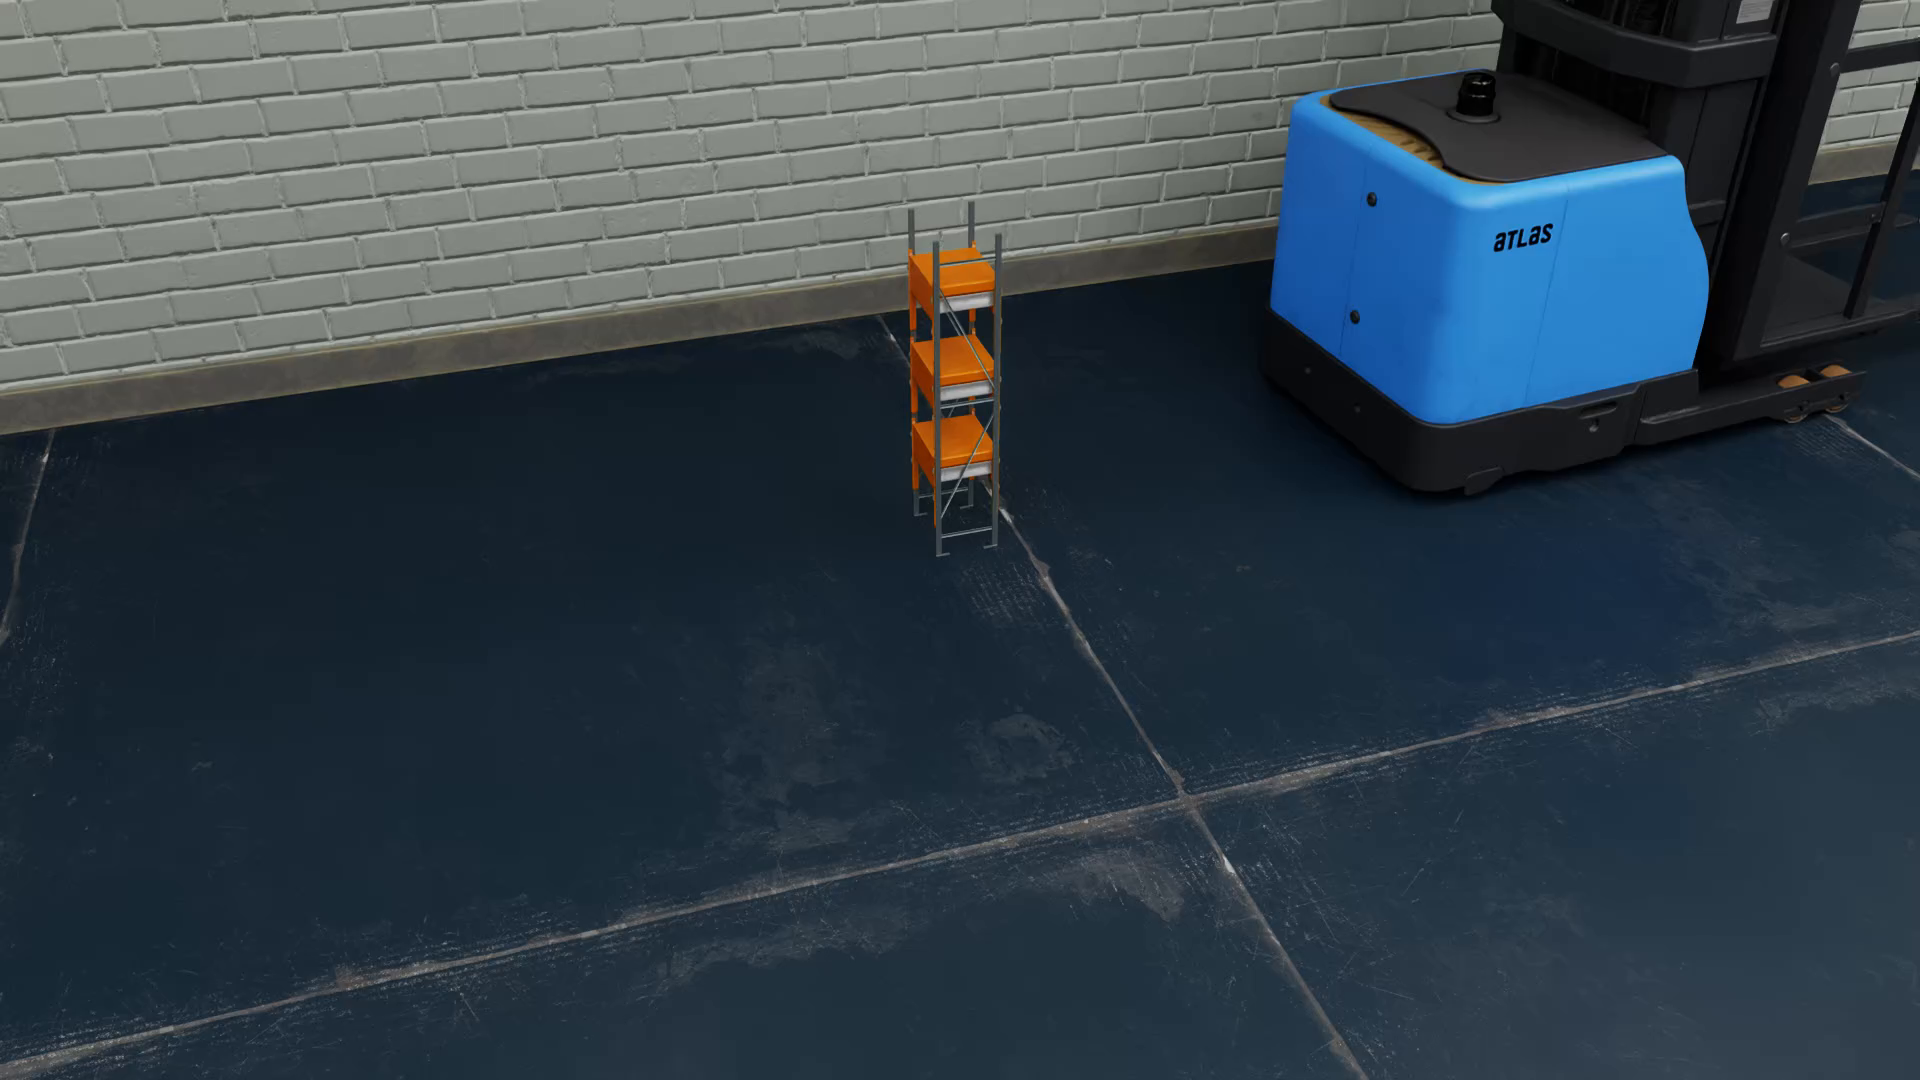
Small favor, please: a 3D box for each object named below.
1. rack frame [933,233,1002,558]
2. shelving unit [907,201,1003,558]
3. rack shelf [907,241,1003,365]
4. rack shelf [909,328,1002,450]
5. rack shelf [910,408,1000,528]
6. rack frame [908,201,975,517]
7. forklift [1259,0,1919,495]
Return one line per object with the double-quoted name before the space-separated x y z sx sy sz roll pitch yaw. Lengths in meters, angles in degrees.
"rack frame" 0.021 -0.402 4.906 0.200 1.050 0.008 -10 35 -15
"shelving unit" -0.016 -0.466 5.003 0.215 1.050 0.252 -10 35 -15
"rack shelf" -0.016 -0.694 4.852 0.215 0.259 0.240 -10 35 -15
"rack shelf" -0.016 -0.457 5.009 0.215 0.259 0.240 -10 35 -15
"rack shelf" -0.016 -0.225 5.162 0.215 0.259 0.240 -10 35 -15
"rack frame" -0.054 -0.530 5.100 0.200 1.050 0.008 -10 35 -15
"forklift" 2.660 -1.890 5.451 3.031 2.935 1.130 -13 36 -19
